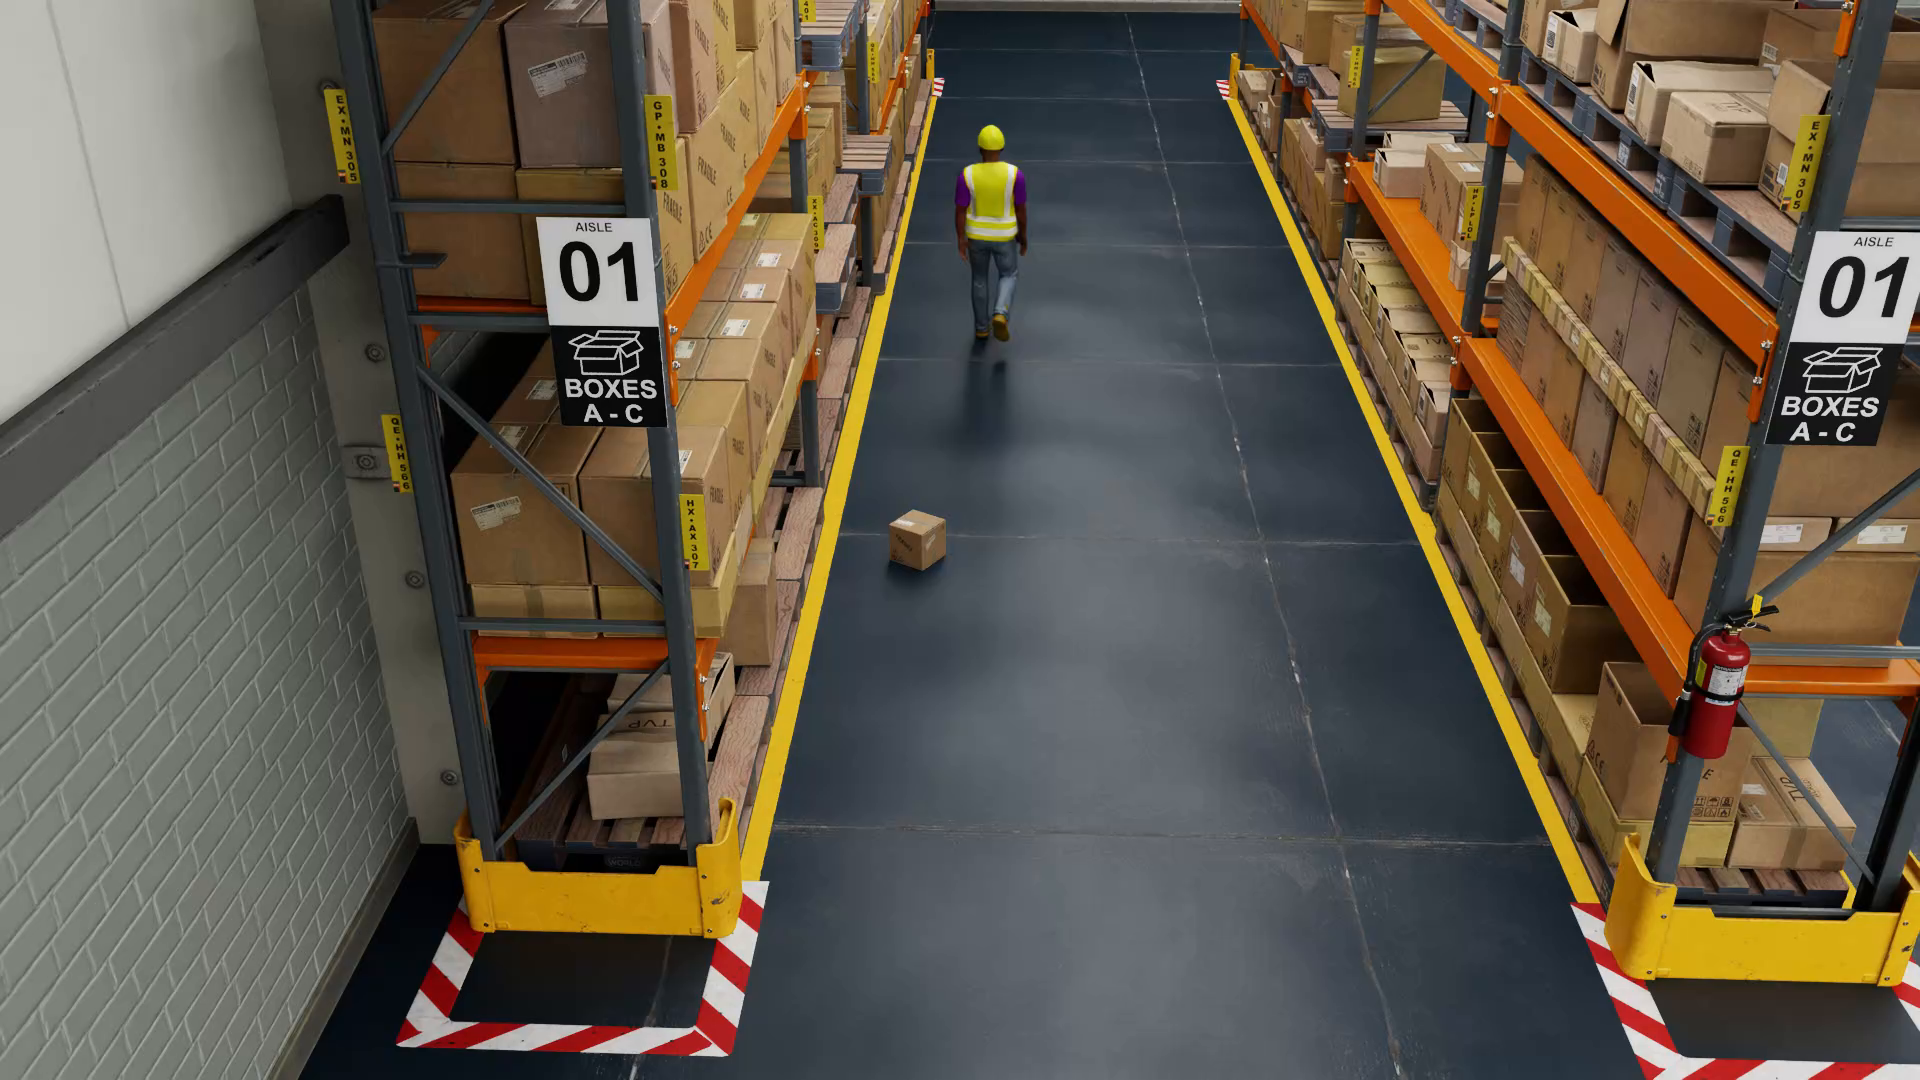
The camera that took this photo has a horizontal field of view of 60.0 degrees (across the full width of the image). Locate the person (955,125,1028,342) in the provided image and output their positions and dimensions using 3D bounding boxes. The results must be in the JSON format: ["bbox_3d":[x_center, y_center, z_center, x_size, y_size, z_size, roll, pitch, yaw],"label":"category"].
[{"bbox_3d":[0.249,-2.400,13.118,0.566,1.754,0.706,3,28,5],"label":"person"}]
